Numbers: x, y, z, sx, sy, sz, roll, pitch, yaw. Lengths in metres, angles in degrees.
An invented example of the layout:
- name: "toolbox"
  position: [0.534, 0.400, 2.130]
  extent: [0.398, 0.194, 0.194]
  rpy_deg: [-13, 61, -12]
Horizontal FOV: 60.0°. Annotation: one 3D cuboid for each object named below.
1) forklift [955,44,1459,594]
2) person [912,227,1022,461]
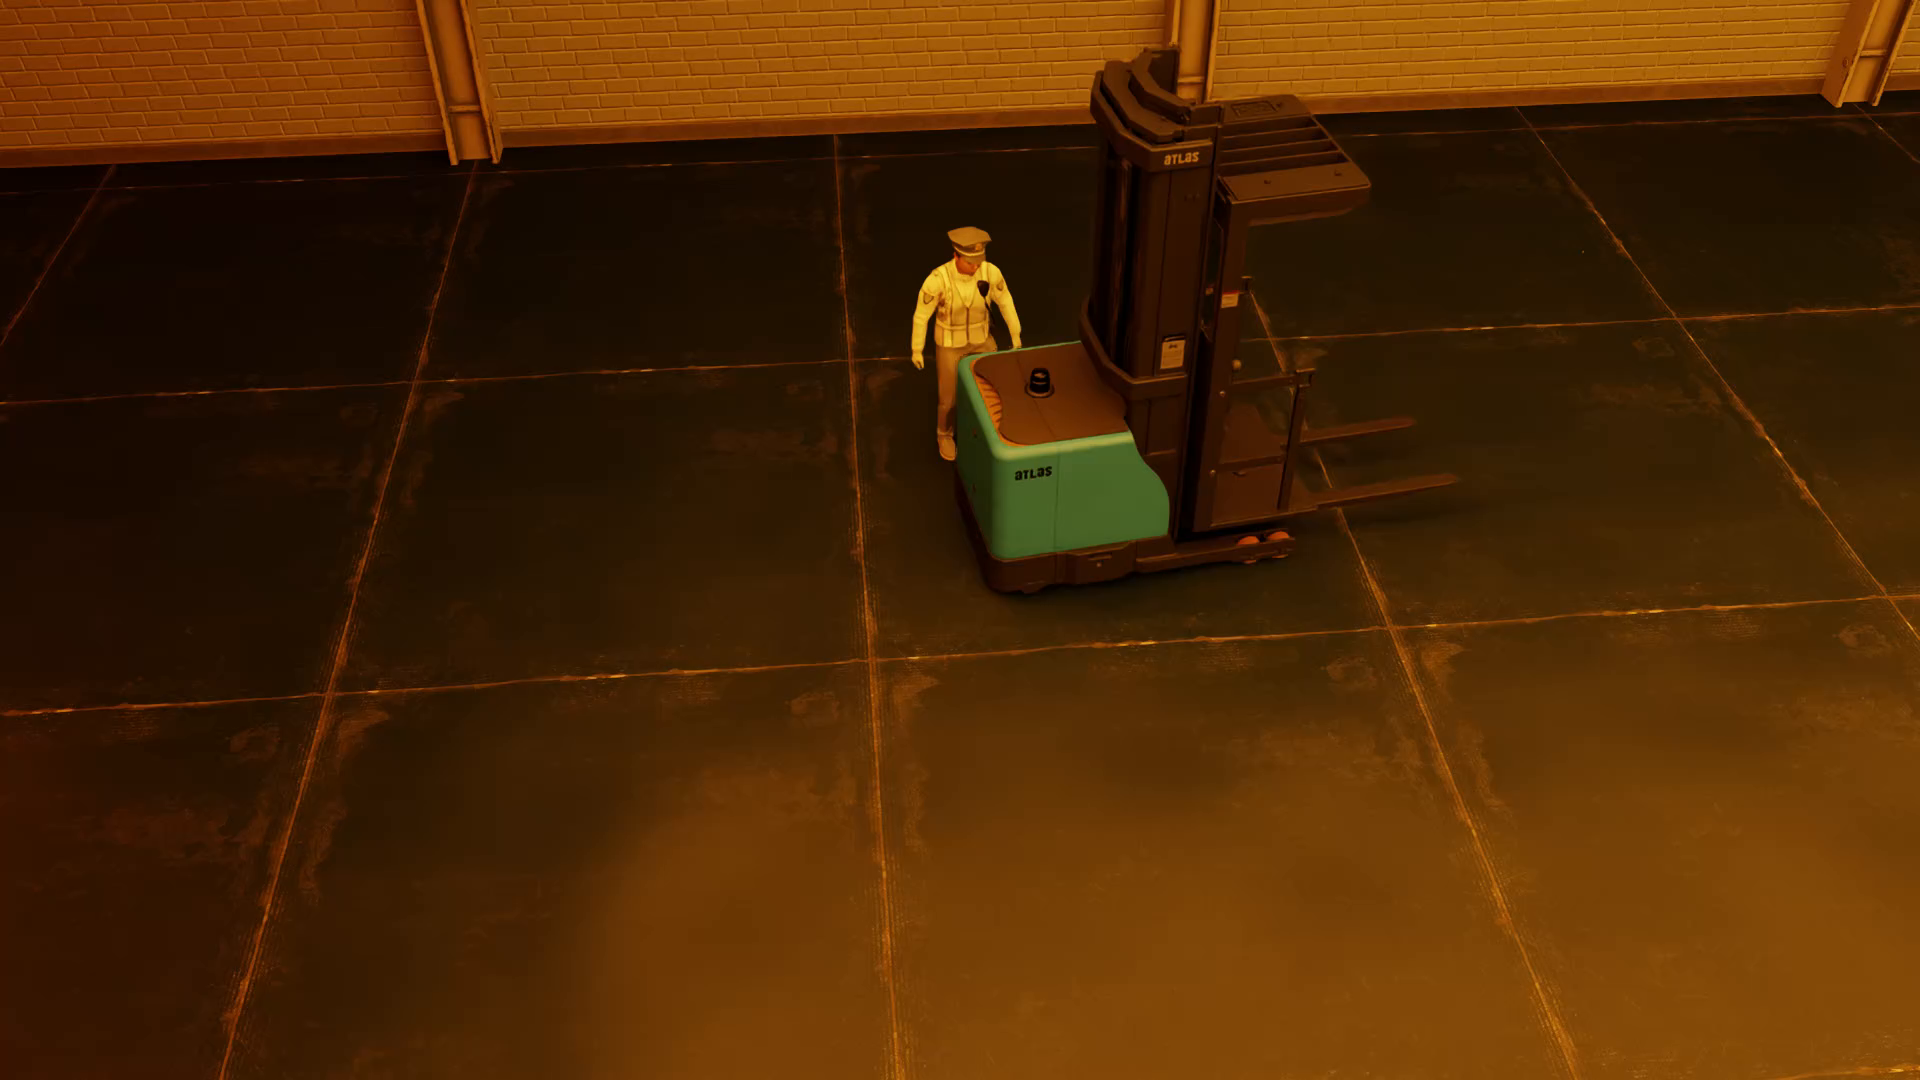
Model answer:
- name: "forklift"
  position: [1.541, -1.300, 9.457]
  extent: [3.031, 2.935, 1.130]
  rpy_deg: [-9, 41, -10]
- name: "person"
  position: [0.052, -1.198, 10.335]
  extent: [0.693, 1.640, 0.436]
  rpy_deg: [-11, 42, -12]
